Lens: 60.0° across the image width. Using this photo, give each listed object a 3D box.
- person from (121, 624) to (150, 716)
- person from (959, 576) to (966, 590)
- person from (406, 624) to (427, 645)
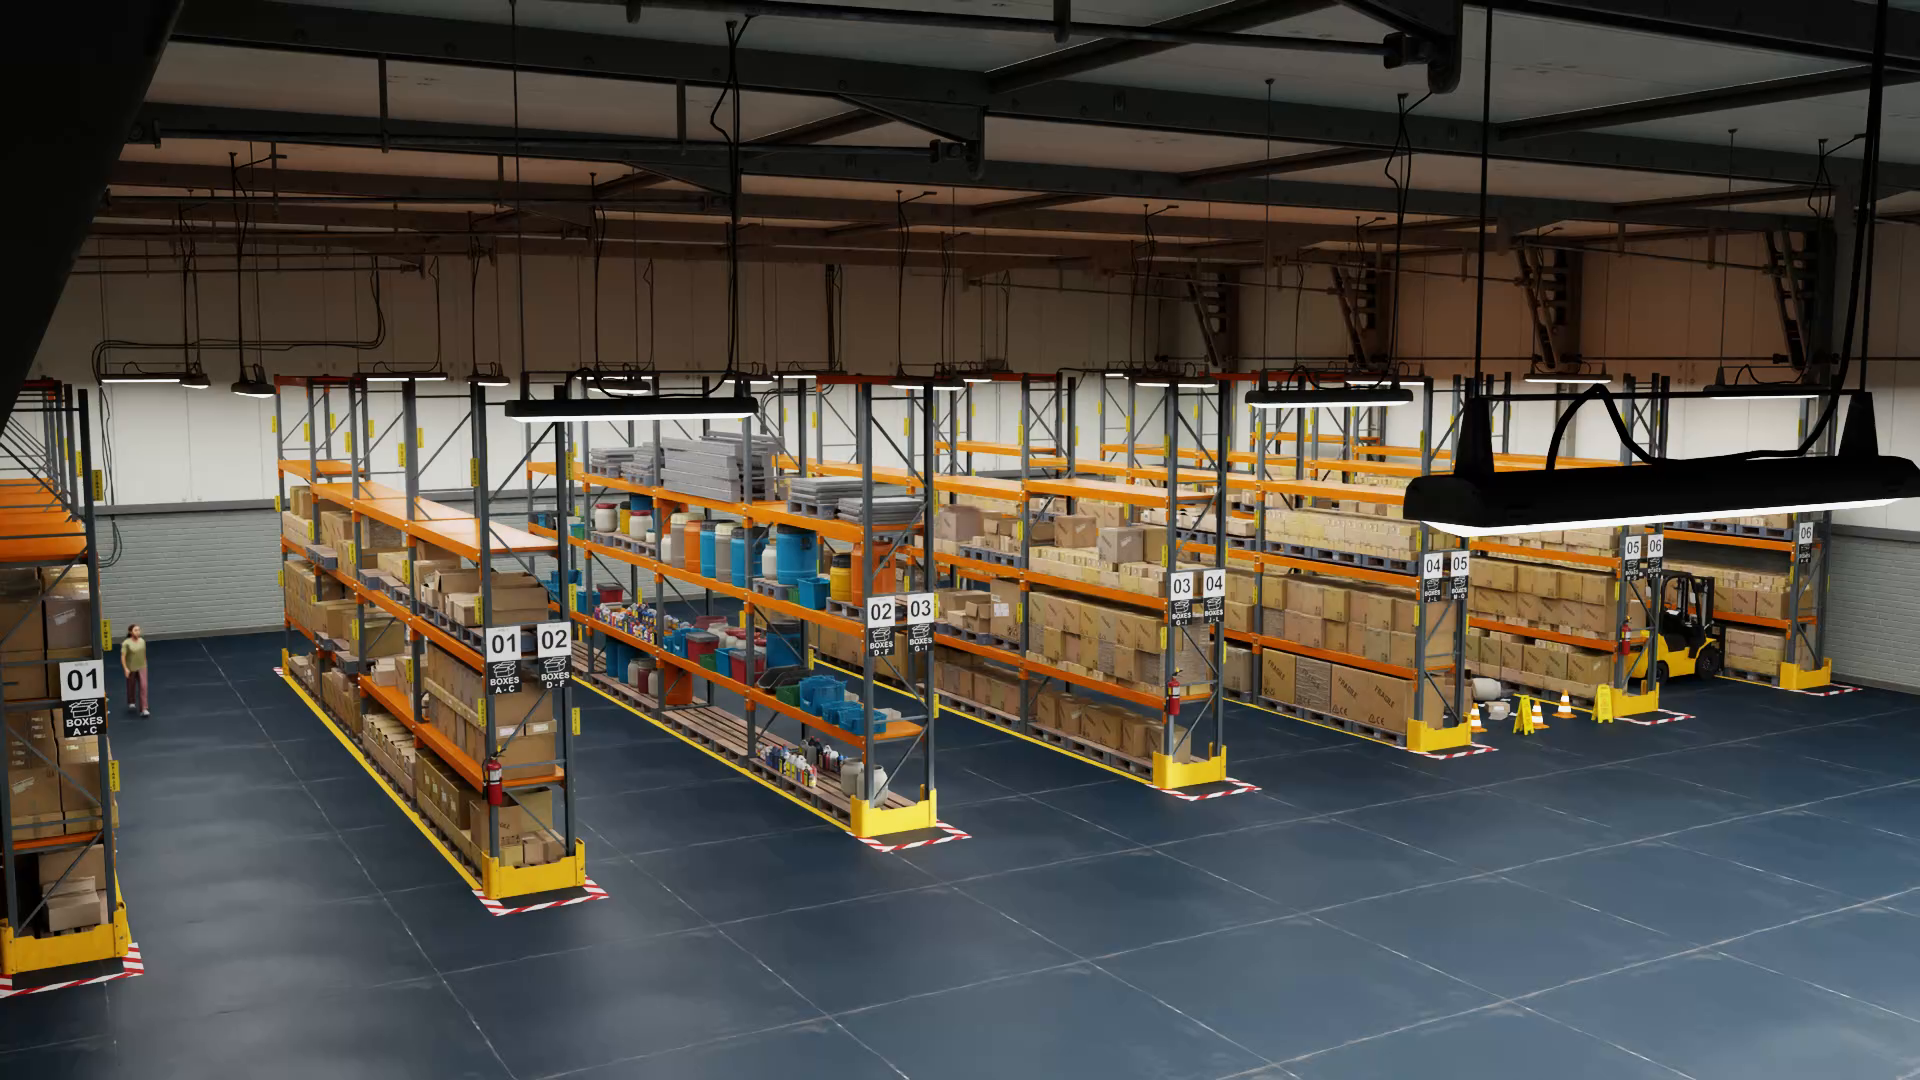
[{"bbox_3d":[-14.675,2.288,29.547,0.423,1.612,1.082,-4,7,-33],"label":"person"},{"bbox_3d":[0.156,0.944,44.652,0.366,0.987,0.755,3,7,22],"label":"person"},{"bbox_3d":[-10.372,2.170,31.775,0.432,1.390,0.350,-4,7,-33],"label":"person"}]
